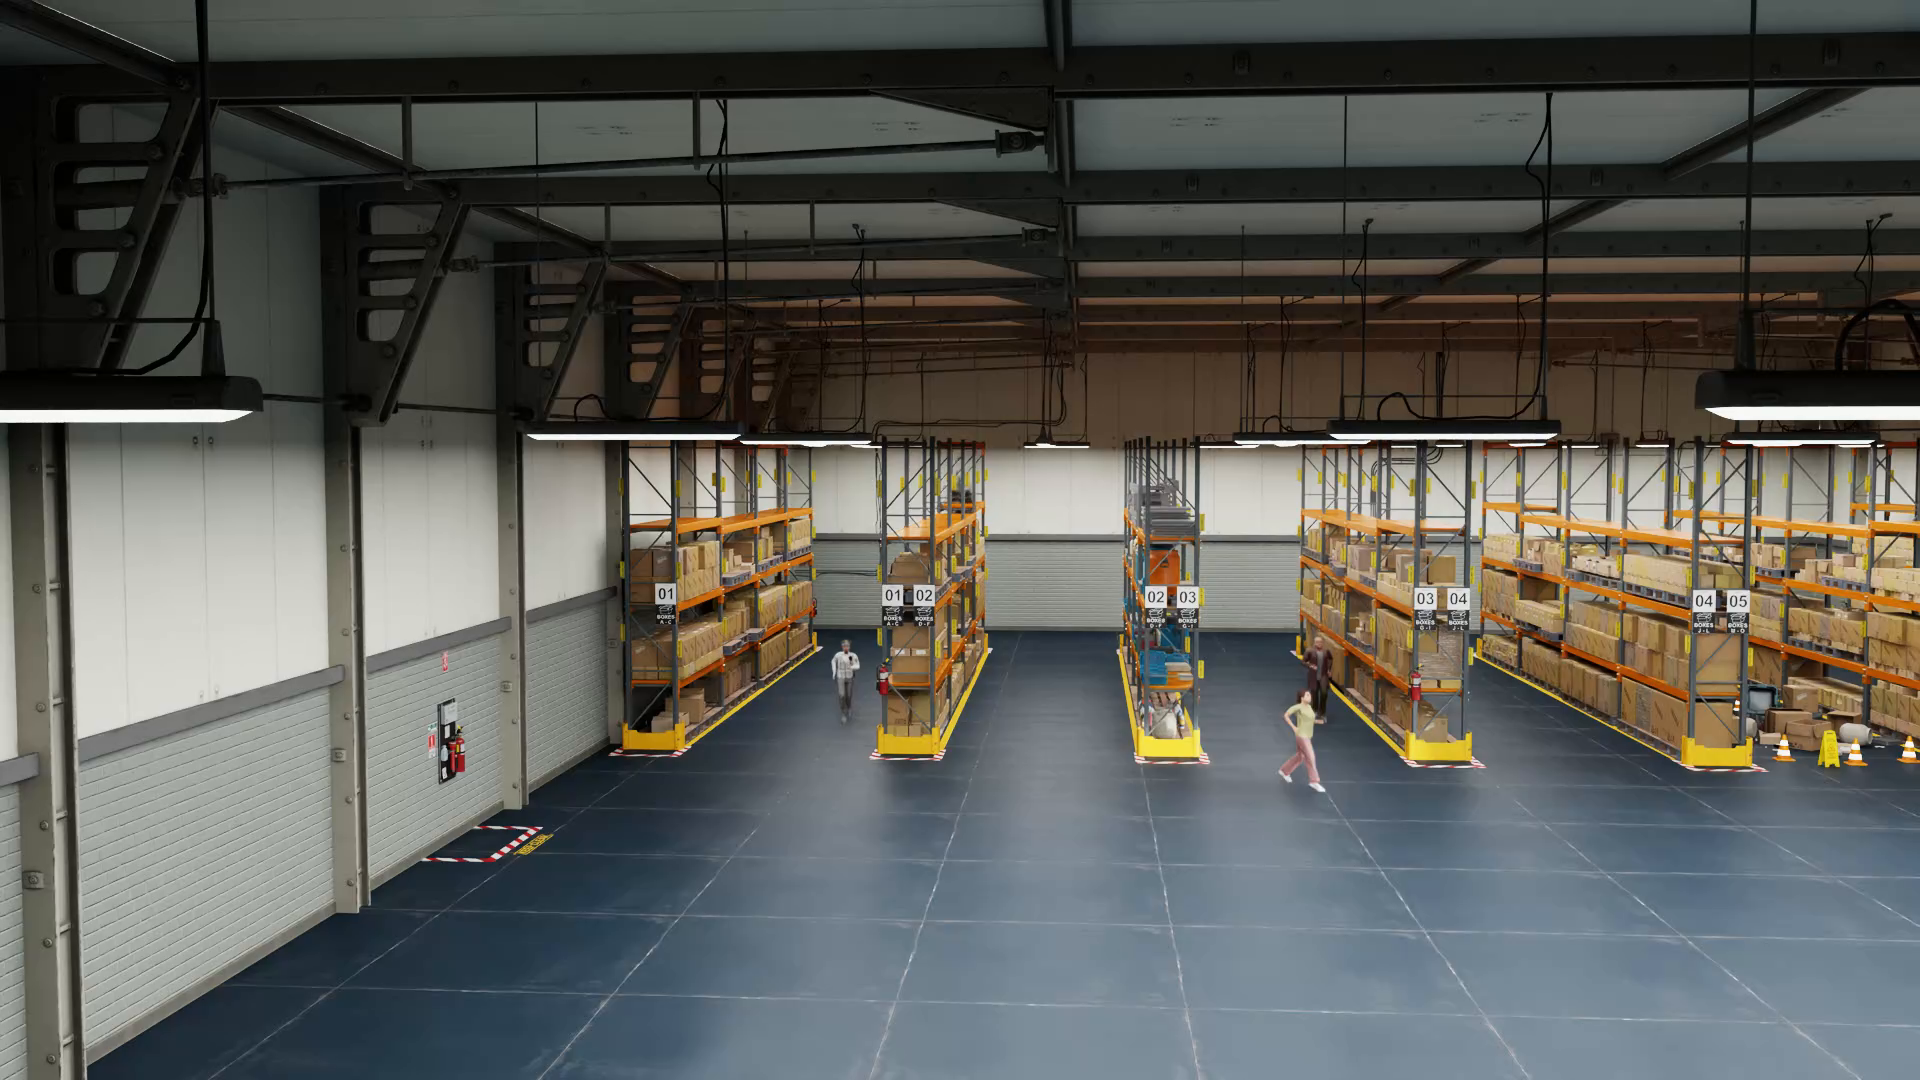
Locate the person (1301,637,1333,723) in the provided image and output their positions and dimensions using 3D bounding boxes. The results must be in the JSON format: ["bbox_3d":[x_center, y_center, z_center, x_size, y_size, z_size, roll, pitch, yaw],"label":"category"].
[{"bbox_3d":[7.581,2.965,35.269,0.687,1.832,0.822,0,3,6],"label":"person"}]

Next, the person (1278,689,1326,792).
[{"bbox_3d":[5.815,3.364,28.202,0.923,1.699,0.572,2,4,38],"label":"person"}]

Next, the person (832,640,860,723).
[{"bbox_3d":[-2.434,2.975,35.399,0.560,1.738,0.850,0,3,-6],"label":"person"}]
